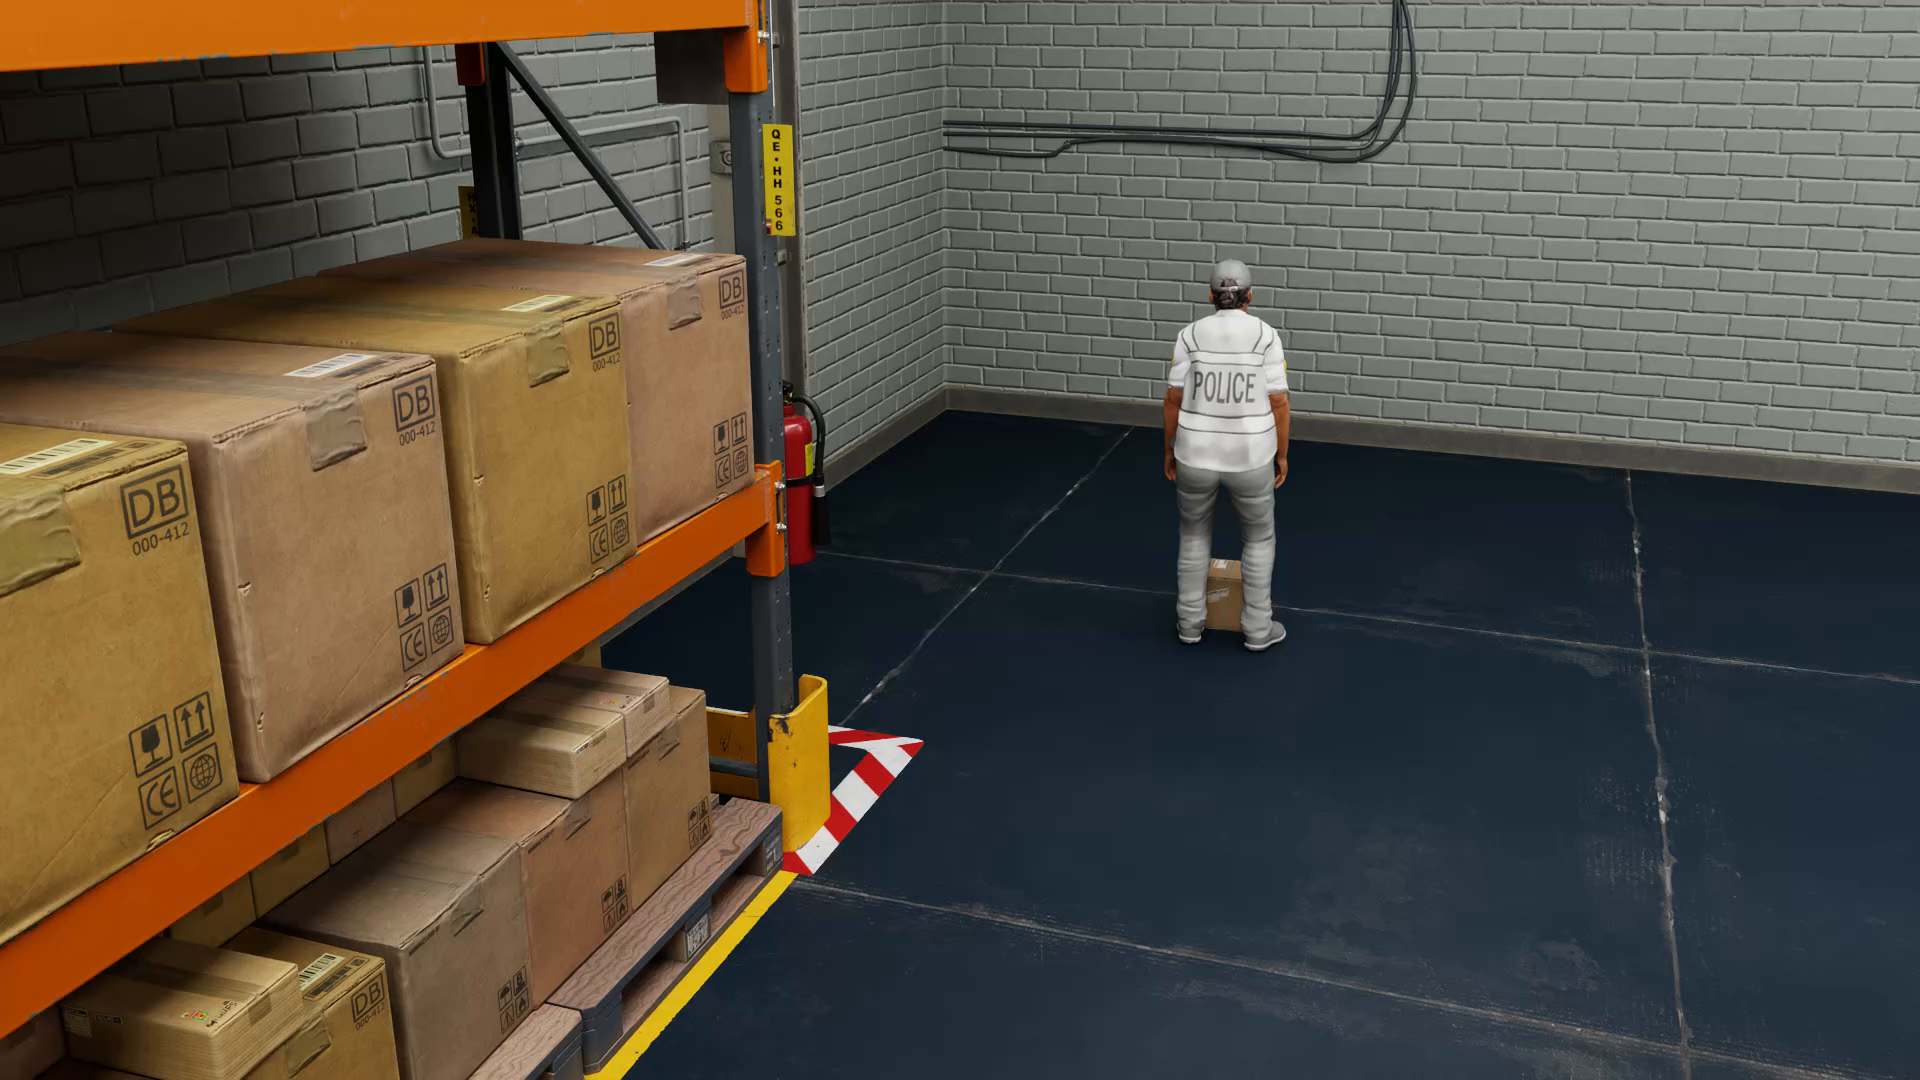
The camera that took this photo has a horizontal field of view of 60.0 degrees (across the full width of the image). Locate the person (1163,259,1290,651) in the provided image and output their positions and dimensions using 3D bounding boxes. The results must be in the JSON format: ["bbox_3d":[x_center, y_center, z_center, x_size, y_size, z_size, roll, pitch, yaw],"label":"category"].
[{"bbox_3d":[1.148,-0.354,7.093,0.563,1.666,0.470,5,19,15],"label":"person"}]
